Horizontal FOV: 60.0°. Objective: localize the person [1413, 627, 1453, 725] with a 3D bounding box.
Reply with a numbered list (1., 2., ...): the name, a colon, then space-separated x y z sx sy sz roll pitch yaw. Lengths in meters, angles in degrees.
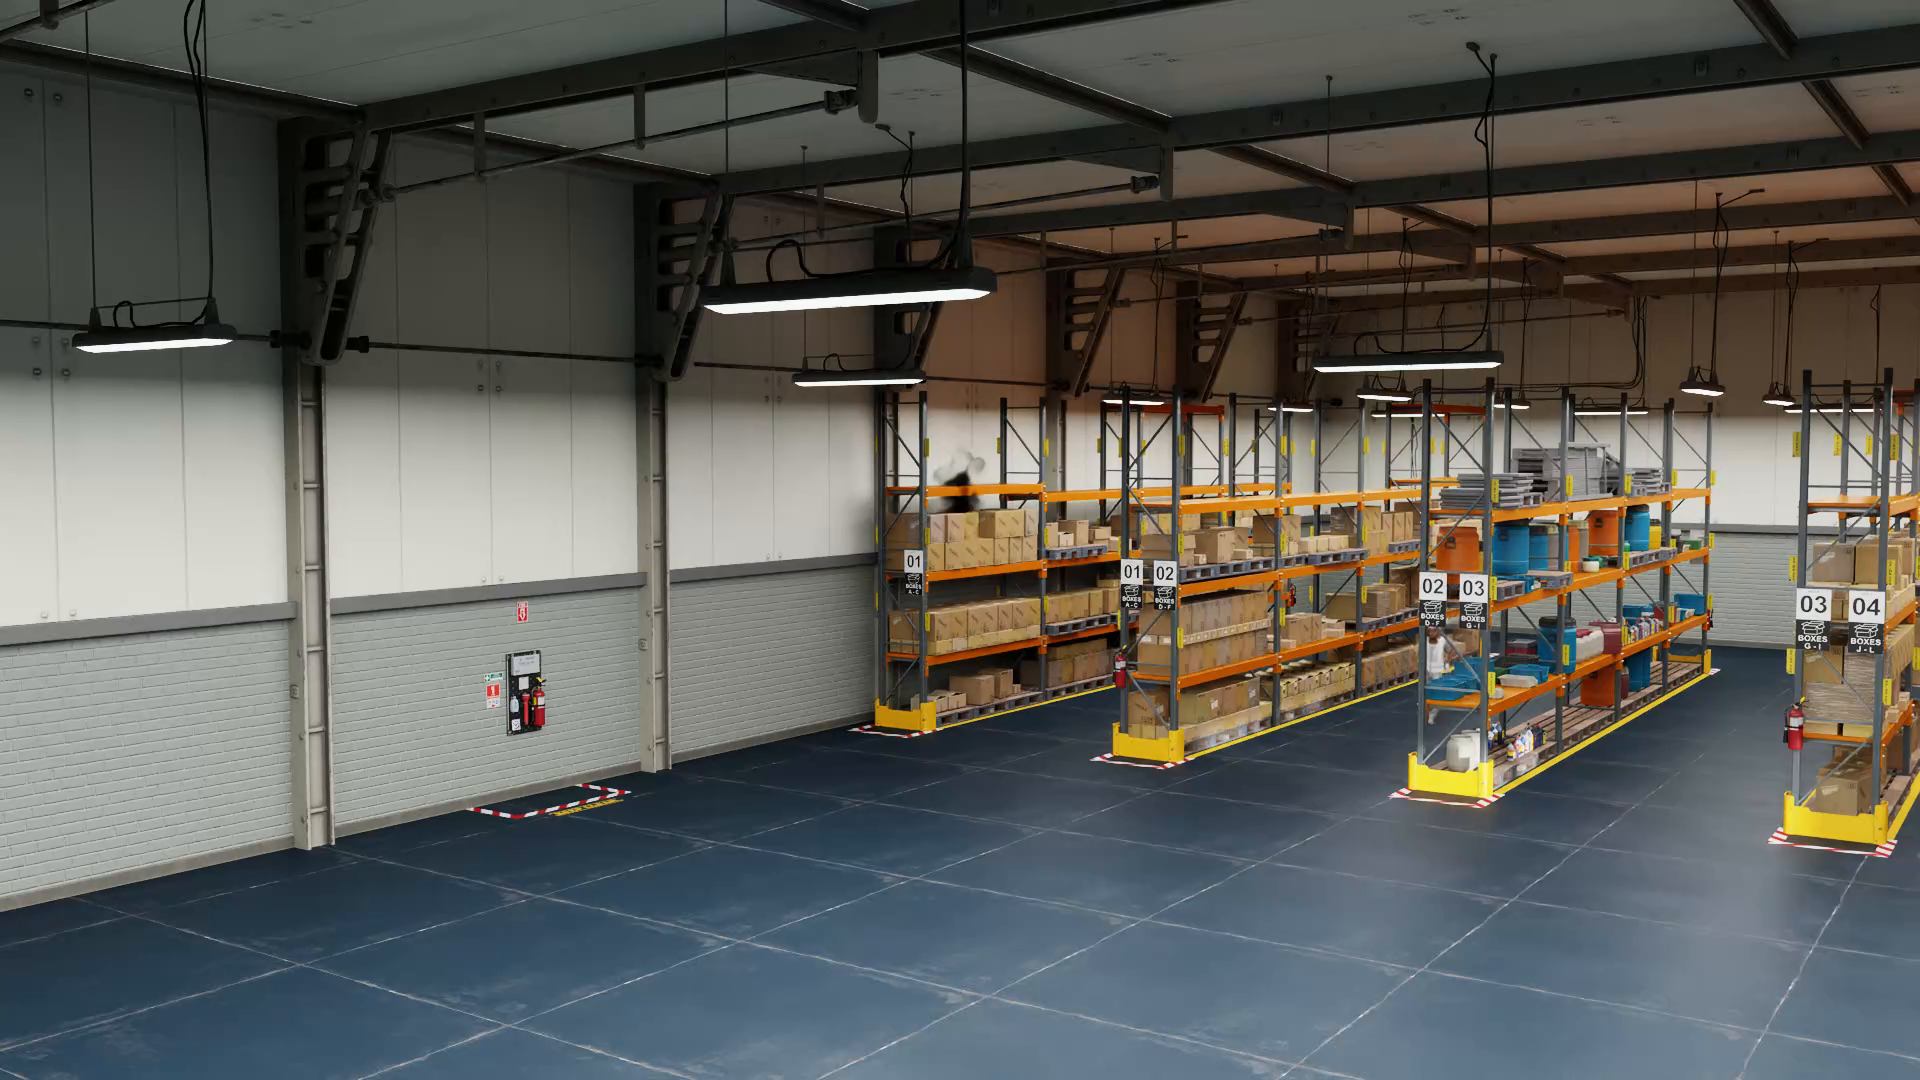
1. person: 8.621 2.423 30.388 0.677 1.786 0.922 2 4 26
